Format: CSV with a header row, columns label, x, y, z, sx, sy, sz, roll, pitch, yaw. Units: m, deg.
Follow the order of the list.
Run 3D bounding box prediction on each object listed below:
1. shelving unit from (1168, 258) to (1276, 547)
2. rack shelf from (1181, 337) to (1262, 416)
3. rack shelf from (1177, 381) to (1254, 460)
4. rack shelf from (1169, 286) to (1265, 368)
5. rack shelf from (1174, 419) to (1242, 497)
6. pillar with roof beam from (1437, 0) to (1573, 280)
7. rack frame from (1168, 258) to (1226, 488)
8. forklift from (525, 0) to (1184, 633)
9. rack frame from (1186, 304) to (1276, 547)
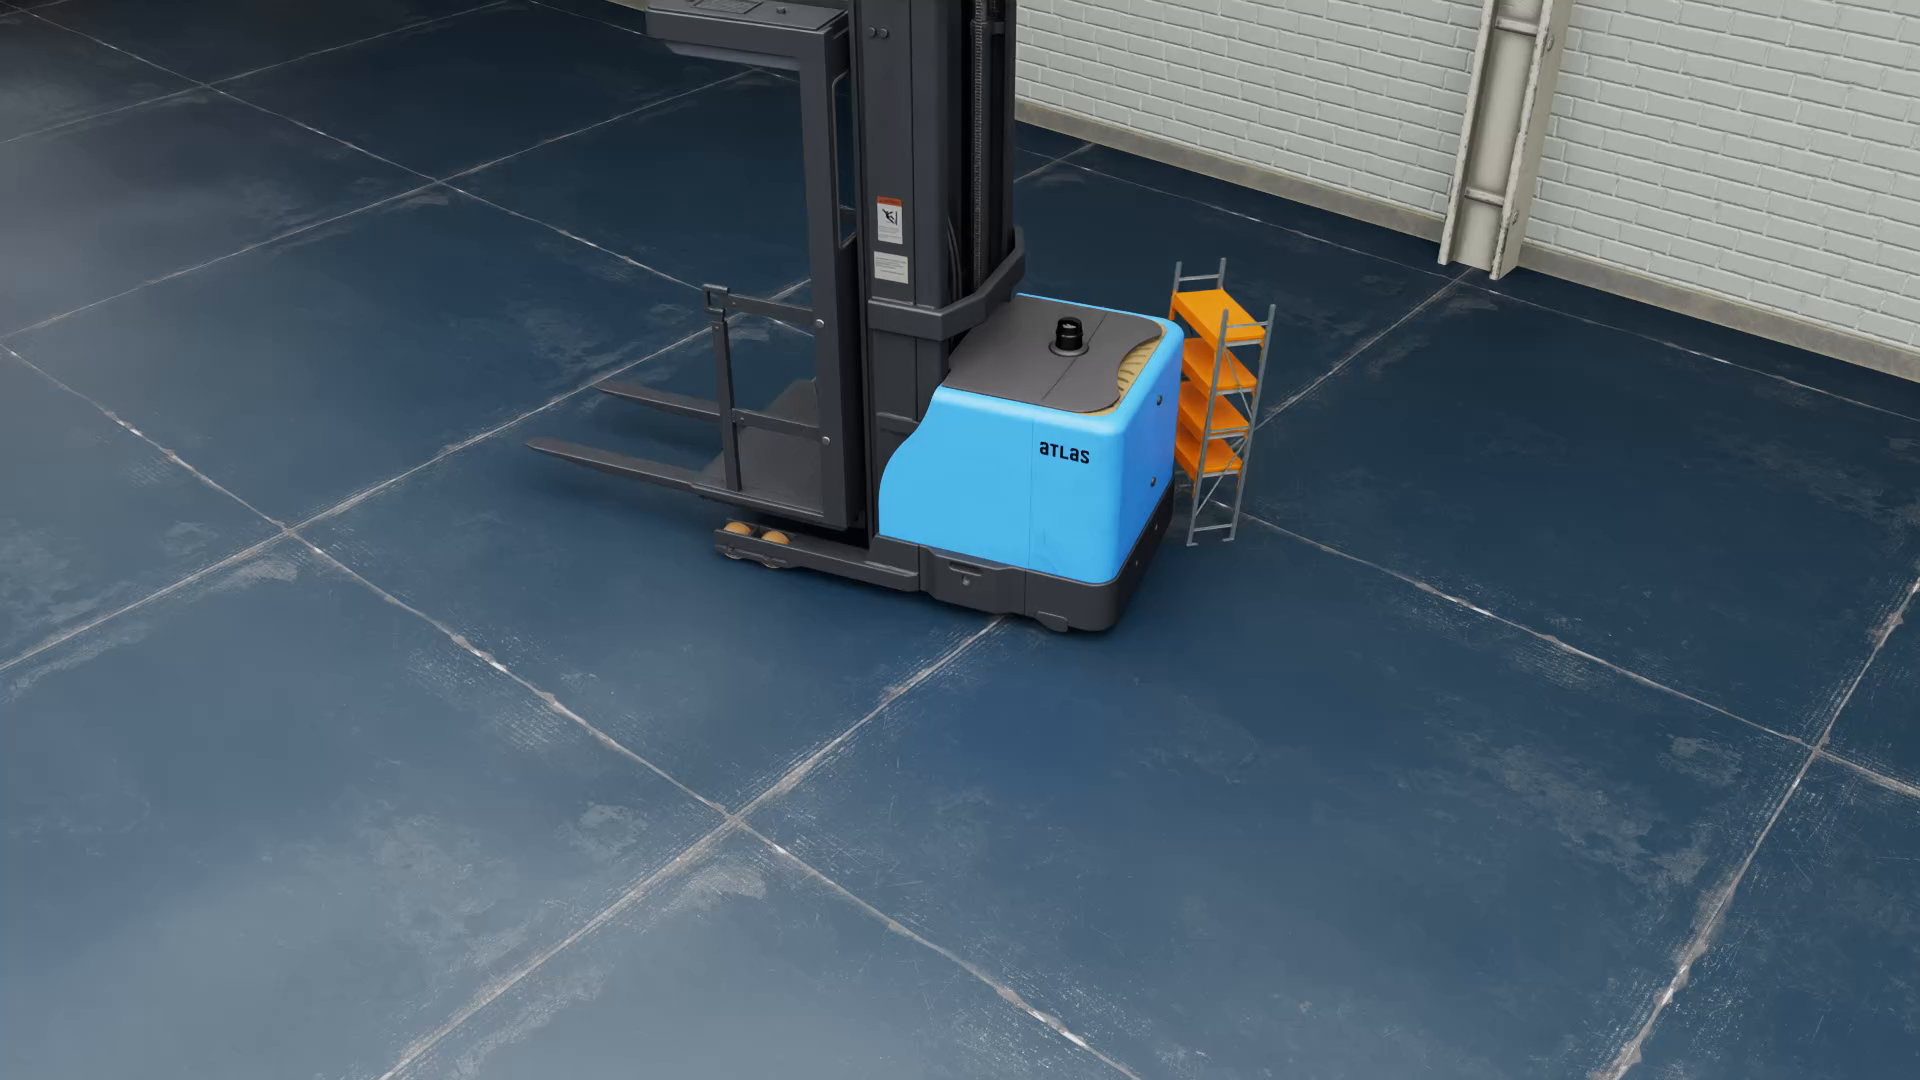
label,x,y,z,sx,sy,sz,roll,pitch,yaw
shelving unit,1.120,-0.620,7.579,0.258,1.200,0.503,-7,35,-17
rack shelf,1.130,-0.750,7.493,0.258,0.148,0.480,-7,35,-17
rack shelf,1.116,-0.563,7.616,0.258,0.148,0.480,-7,35,-17
rack shelf,1.143,-0.947,7.363,0.258,0.148,0.480,-7,35,-17
rack shelf,1.105,-0.398,7.725,0.258,0.148,0.480,-7,35,-17
pillar with roof beam,0.433,-3.540,4.956,0.400,9.000,9.100,25,42,32
rack frame,1.046,-0.751,7.770,0.240,1.200,0.015,-7,35,-17
forklift,-0.578,-1.342,7.114,3.031,2.935,1.130,13,37,18
rack frame,1.195,-0.488,7.387,0.240,1.200,0.015,-7,35,-17
